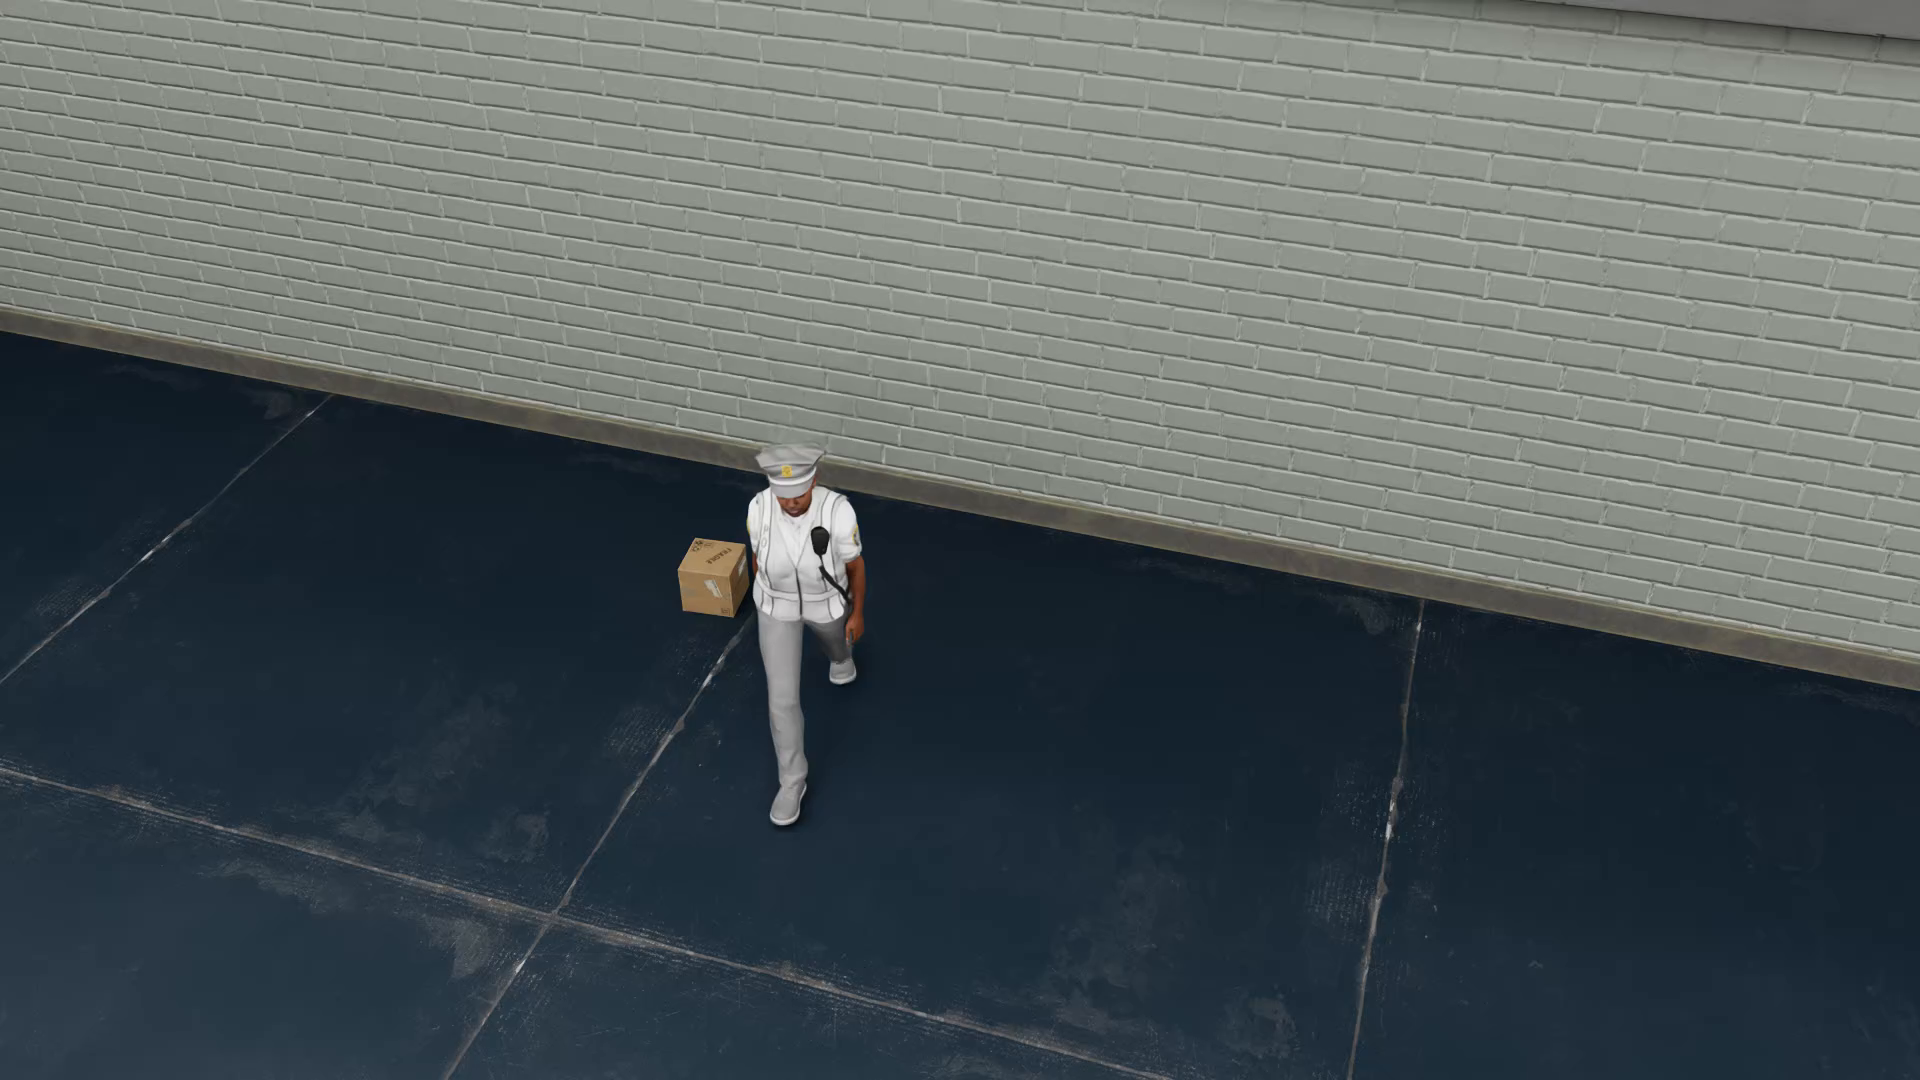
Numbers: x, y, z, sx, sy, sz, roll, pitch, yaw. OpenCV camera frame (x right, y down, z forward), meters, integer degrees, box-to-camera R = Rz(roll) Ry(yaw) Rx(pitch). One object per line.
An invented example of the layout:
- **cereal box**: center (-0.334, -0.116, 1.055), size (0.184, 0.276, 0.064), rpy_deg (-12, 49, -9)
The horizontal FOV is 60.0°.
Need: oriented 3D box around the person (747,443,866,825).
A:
- **person**: center (-0.594, 0.225, 6.614), size (0.449, 1.607, 1.054), rpy_deg (-1, 37, -1)
